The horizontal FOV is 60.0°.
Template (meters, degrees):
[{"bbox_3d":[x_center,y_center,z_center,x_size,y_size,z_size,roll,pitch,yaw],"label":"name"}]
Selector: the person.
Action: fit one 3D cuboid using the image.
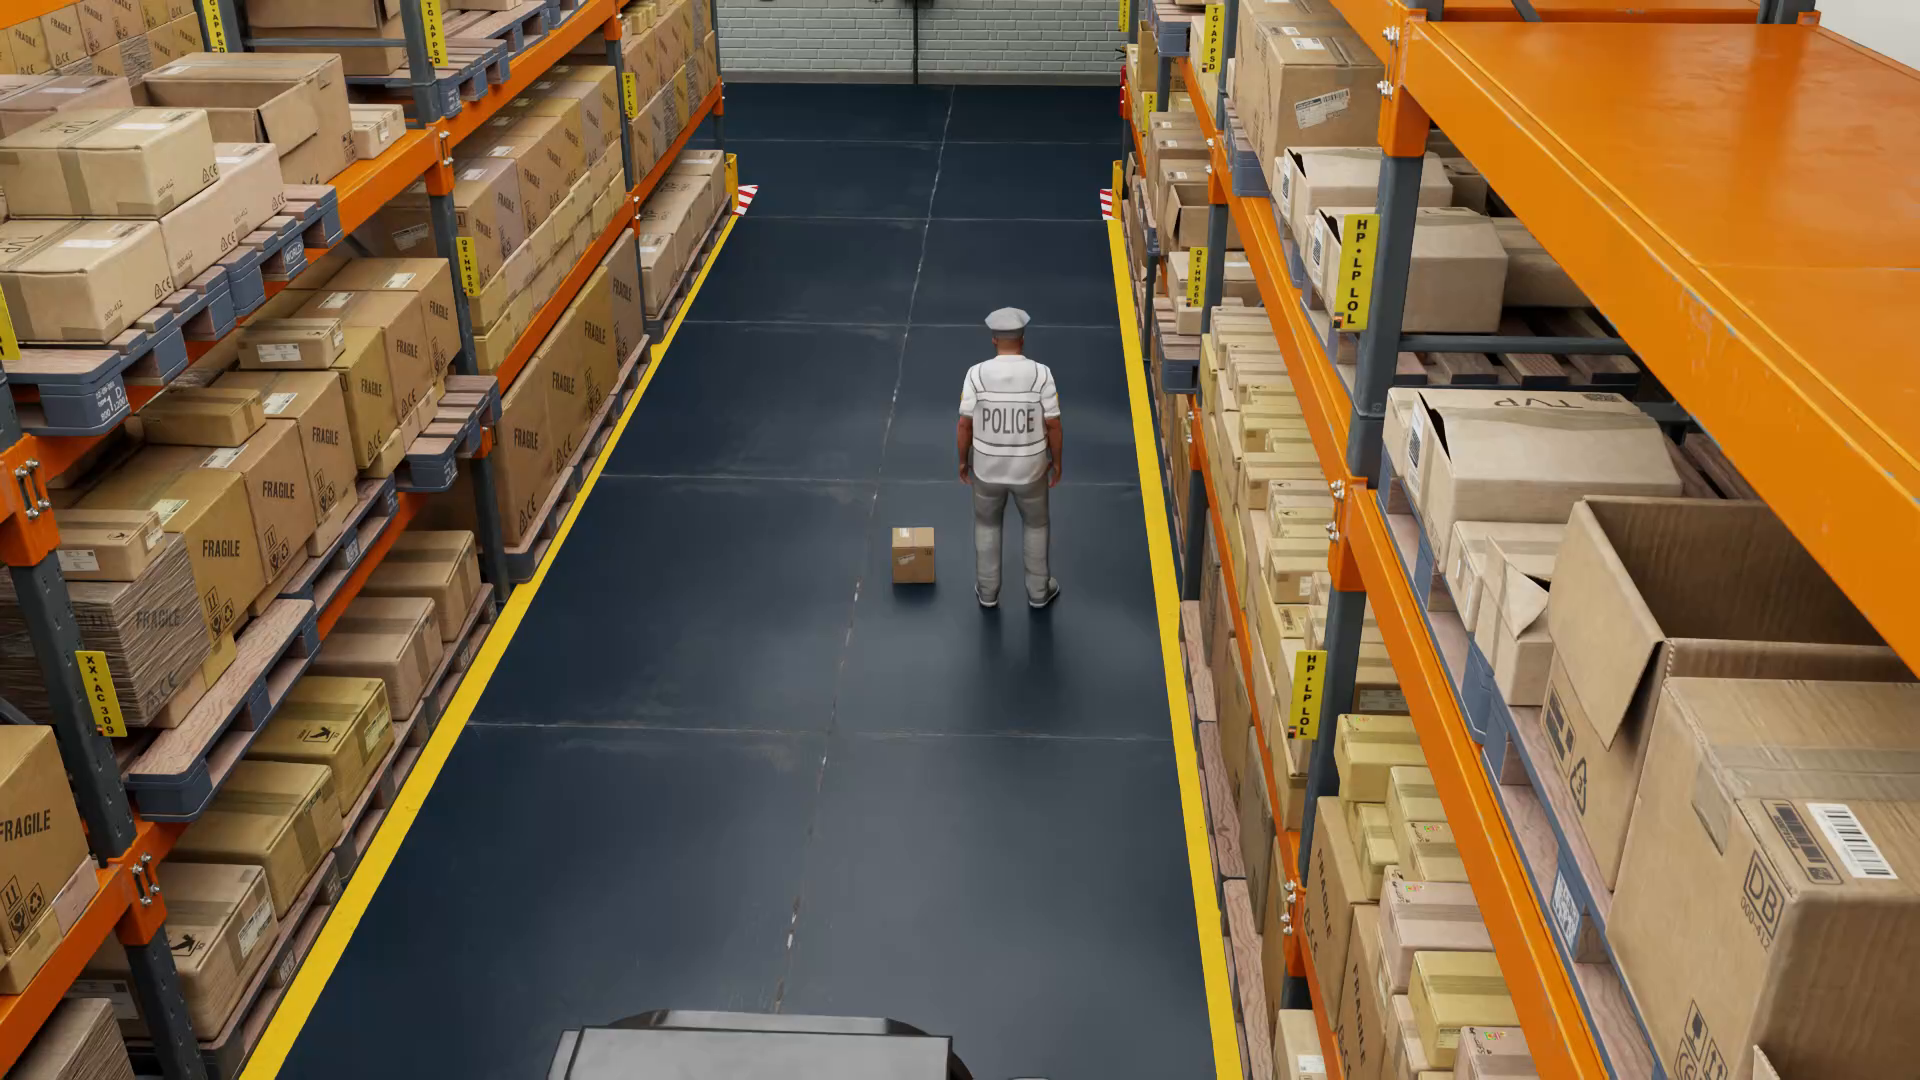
[{"bbox_3d":[0.334,-0.444,9.454,0.500,1.748,0.331,2,28,4],"label":"person"}]
